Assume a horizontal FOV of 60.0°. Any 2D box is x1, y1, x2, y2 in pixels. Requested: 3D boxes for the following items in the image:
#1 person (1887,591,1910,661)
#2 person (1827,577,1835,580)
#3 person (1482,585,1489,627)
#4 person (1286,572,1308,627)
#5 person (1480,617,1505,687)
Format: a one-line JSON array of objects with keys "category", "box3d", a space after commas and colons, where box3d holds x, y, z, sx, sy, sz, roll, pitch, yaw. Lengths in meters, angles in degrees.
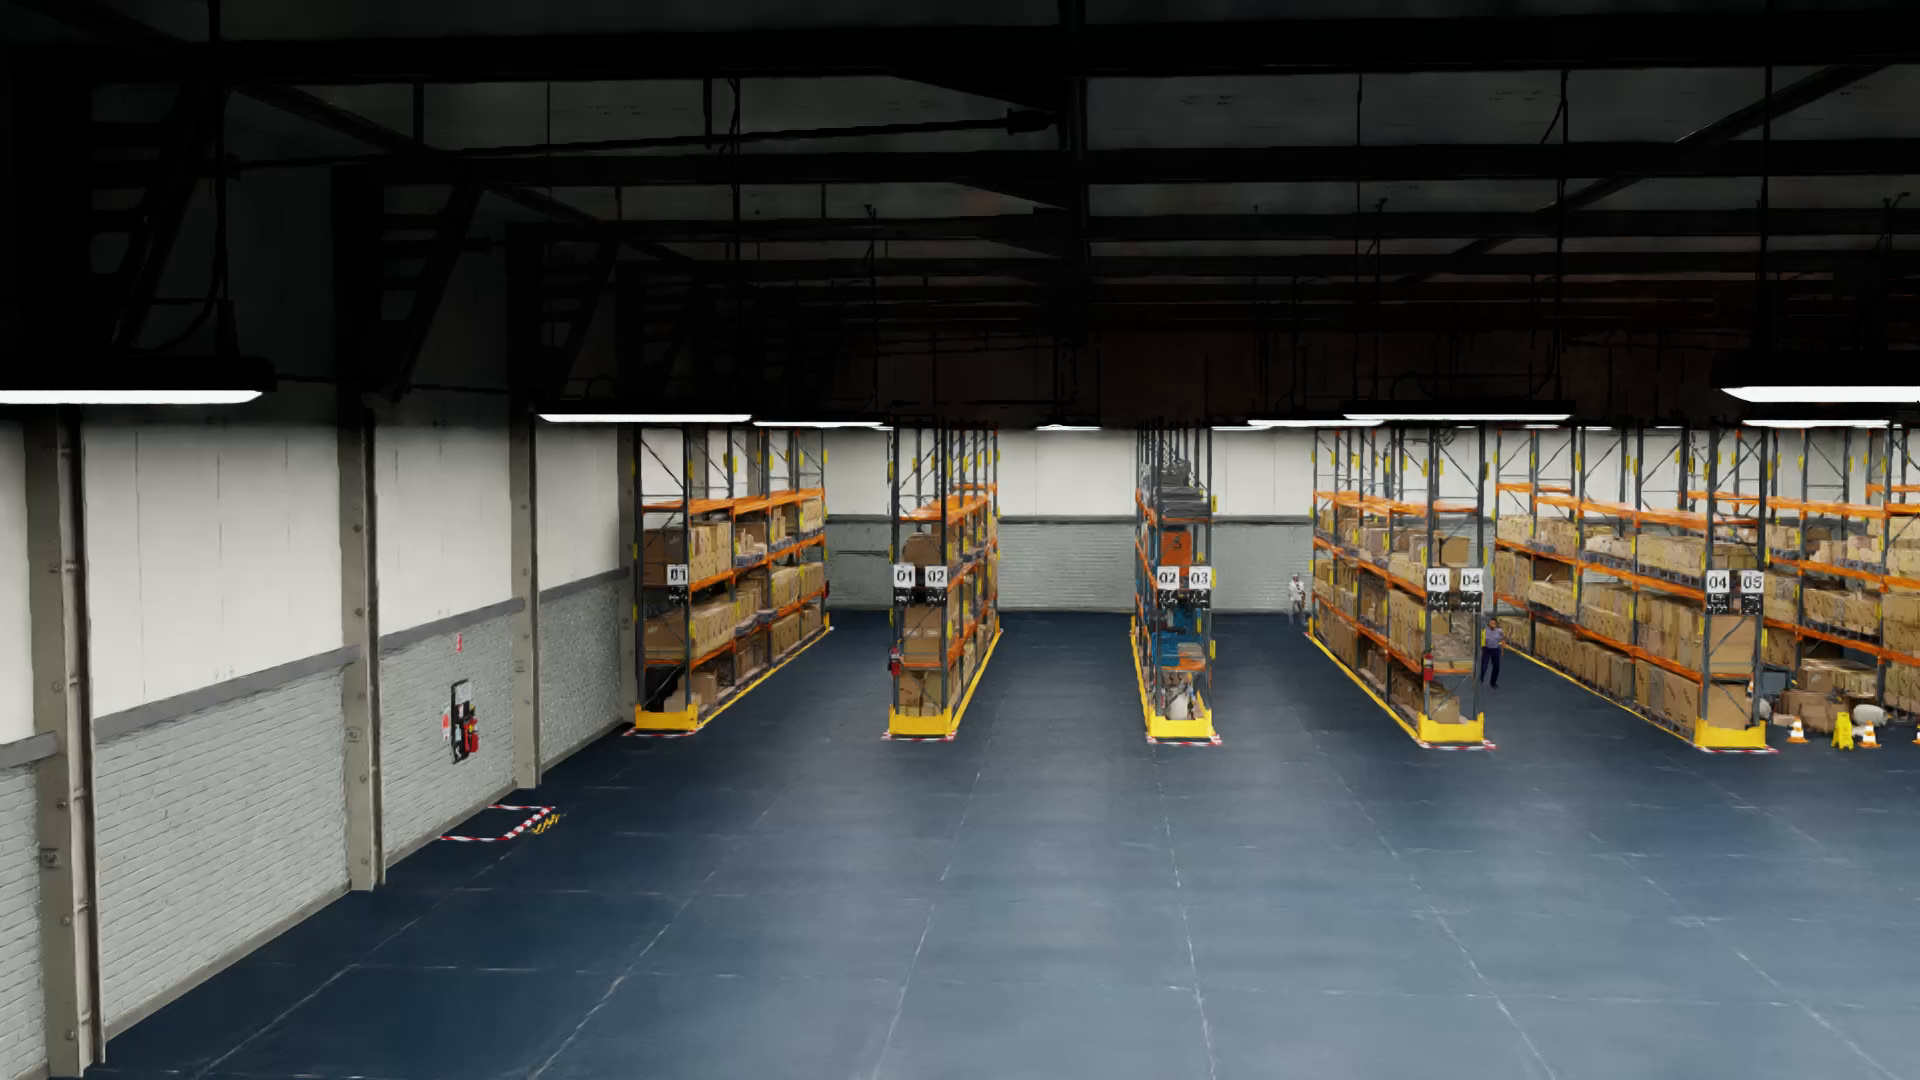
[{"category": "person", "box3d": [23.285, 2.140, 41.027, 0.636, 1.771, 0.691, 1, 4, 20]}, {"category": "person", "box3d": [24.512, 1.855, 46.662, 0.538, 1.664, 0.565, -2, 4, -24]}, {"category": "person", "box3d": [14.844, 1.800, 47.346, 0.485, 1.664, 0.650, -3, 5, -37]}, {"category": "person", "box3d": [9.888, 1.732, 48.738, 0.498, 1.612, 0.938, 2, 4, 25]}, {"category": "person", "box3d": [11.861, 2.505, 37.194, 0.625, 1.595, 0.503, 0, 4, 3]}]
